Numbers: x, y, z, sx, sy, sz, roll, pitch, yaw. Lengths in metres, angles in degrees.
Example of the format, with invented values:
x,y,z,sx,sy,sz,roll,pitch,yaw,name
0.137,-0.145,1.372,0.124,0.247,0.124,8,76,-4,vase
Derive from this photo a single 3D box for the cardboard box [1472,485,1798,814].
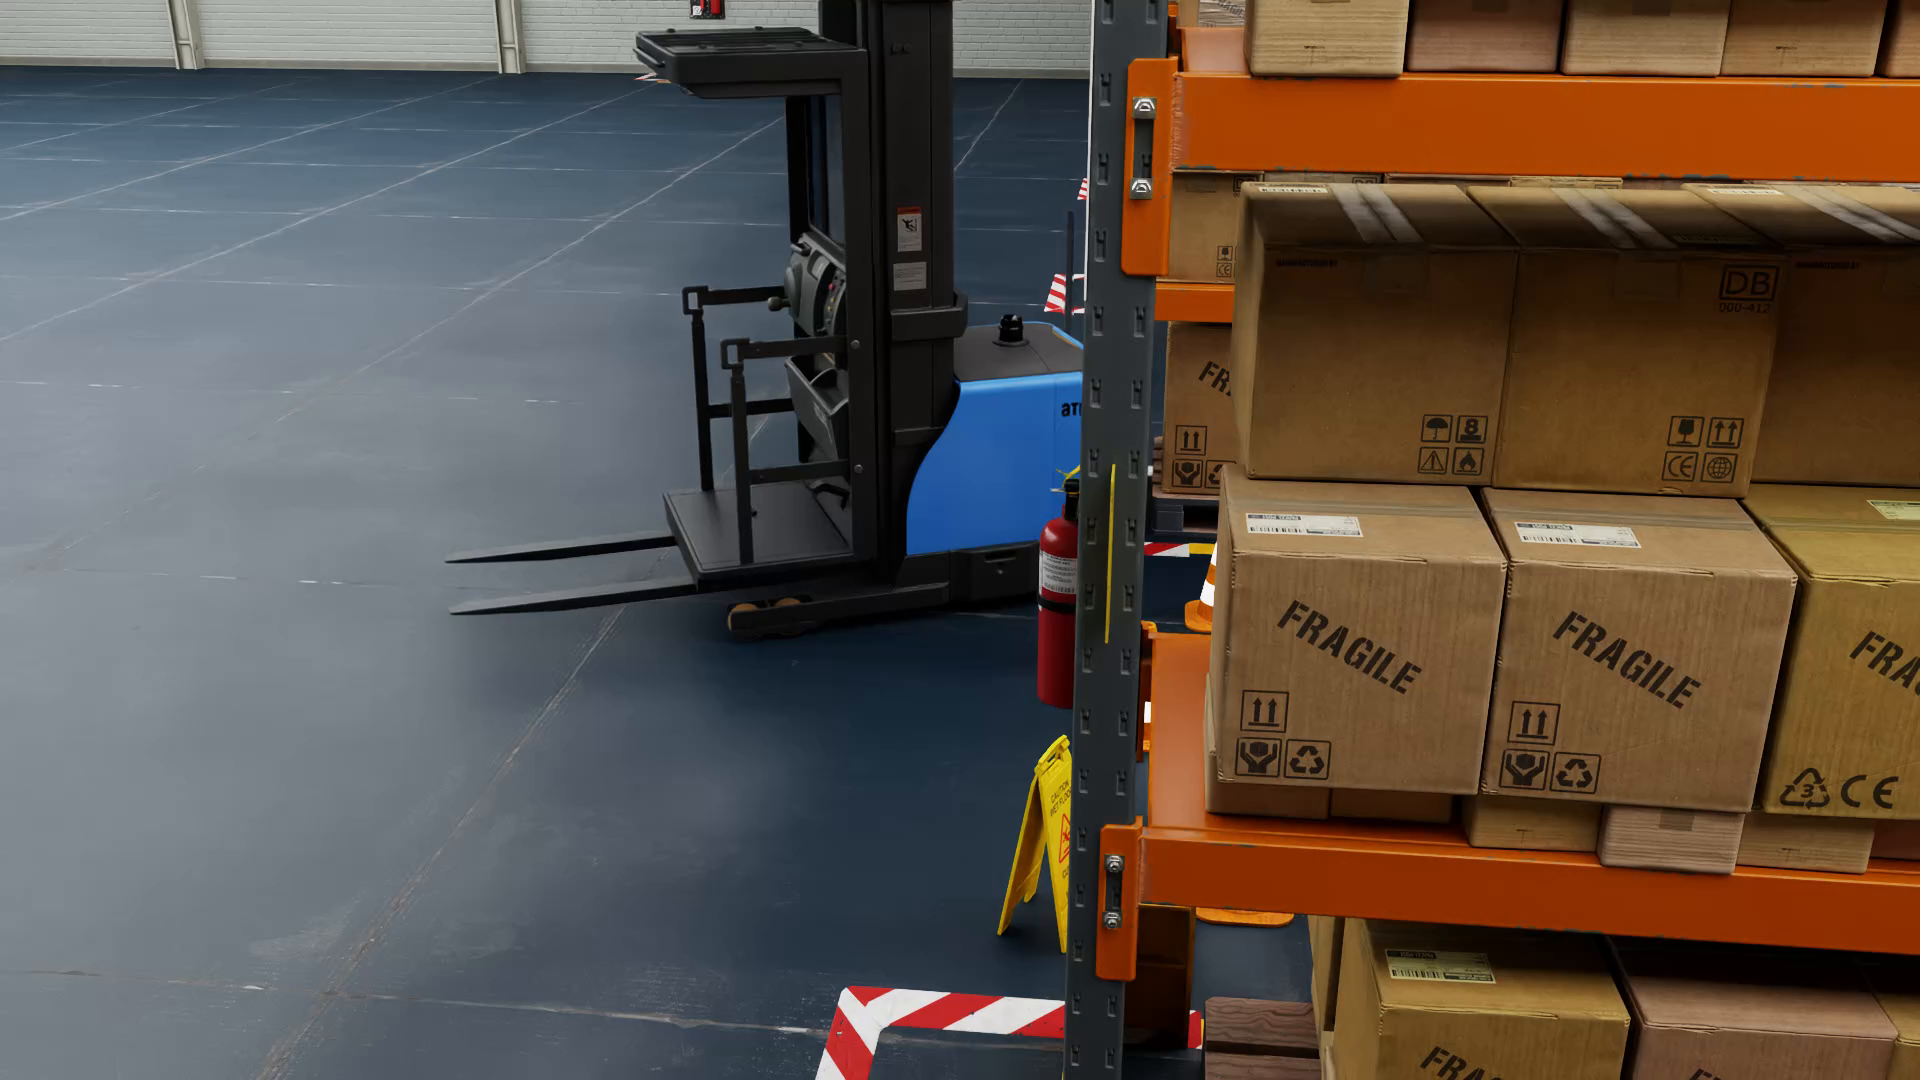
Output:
x,y,z,sx,sy,sz,roll,pitch,yaw,name
1.298,0.189,3.341,0.500,0.500,0.500,3,22,8,cardboard box

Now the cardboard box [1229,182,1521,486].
x,y,z,sx,sy,sz,roll,pitch,yaw,name
0.878,-0.476,3.664,0.500,0.500,0.700,2,22,5,cardboard box

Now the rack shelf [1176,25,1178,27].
x,y,z,sx,sy,sz,roll,pitch,yaw,name
4.667,-6.583,21.989,4.000,0.370,1.077,2,22,6,rack shelf

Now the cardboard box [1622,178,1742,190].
x,y,z,sx,sy,sz,roll,pitch,yaw,name
3.360,-1.571,8.129,0.550,0.550,0.875,2,22,6,cardboard box

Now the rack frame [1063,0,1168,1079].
x,y,z,sx,sy,sz,roll,pitch,yaw,name
0.345,0.231,3.776,0.127,3.000,1.000,2,22,6,rack frame

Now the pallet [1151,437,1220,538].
x,y,z,sx,sy,sz,roll,pitch,yaw,name
1.630,-0.278,8.855,1.213,0.211,1.003,2,22,6,pallet

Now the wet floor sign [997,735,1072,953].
x,y,z,sx,sy,sz,roll,pitch,yaw,name
0.282,0.927,5.217,0.232,0.644,0.267,11,24,25,wet floor sign

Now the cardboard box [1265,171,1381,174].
x,y,z,sx,sy,sz,roll,pitch,yaw,name
1.748,-2.132,8.080,0.550,0.550,0.875,2,22,6,cardboard box

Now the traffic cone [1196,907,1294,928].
x,y,z,sx,sy,sz,roll,pitch,yaw,name
0.924,0.958,5.386,0.334,0.463,0.336,2,22,6,traffic cone

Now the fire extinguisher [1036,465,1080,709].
x,y,z,sx,sy,sz,roll,pitch,yaw,name
0.286,0.094,4.228,0.183,0.674,0.296,2,22,6,fire extinguisher

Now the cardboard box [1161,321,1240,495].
x,y,z,sx,sy,sz,roll,pitch,yaw,name
1.508,-0.783,8.658,0.875,0.875,0.875,3,22,7,cardboard box

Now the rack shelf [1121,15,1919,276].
x,y,z,sx,sy,sz,roll,pitch,yaw,name
2.331,-0.743,3.137,4.000,0.370,1.077,2,22,6,rack shelf

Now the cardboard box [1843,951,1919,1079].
x,y,z,sx,sy,sz,roll,pitch,yaw,name
2.154,1.148,3.605,0.500,0.500,0.500,3,22,7,cardboard box

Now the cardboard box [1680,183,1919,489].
x,y,z,sx,sy,sz,roll,pitch,yaw,name
1.898,-0.467,3.641,0.500,0.500,0.700,2,22,6,cardboard box

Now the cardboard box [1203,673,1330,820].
x,y,z,sx,sy,sz,roll,pitch,yaw,name
0.658,0.438,3.593,0.250,0.149,0.380,3,22,7,cardboard box

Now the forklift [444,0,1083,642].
x,y,z,sx,sy,sz,roll,pitch,yaw,name
-0.825,-1.132,7.317,3.031,2.935,1.130,-7,23,-17,forklift

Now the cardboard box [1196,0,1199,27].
x,y,z,sx,sy,sz,roll,pitch,yaw,name
2.087,-4.103,12.839,0.500,0.500,0.500,2,22,6,cardboard box

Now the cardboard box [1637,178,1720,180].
x,y,z,sx,sy,sz,roll,pitch,yaw,name
3.357,-2.063,7.905,0.550,0.550,0.875,2,22,6,cardboard box

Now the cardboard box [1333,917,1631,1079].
x,y,z,sx,sy,sz,roll,pitch,yaw,name
1.137,1.102,3.720,0.500,0.500,0.500,2,22,4,cardboard box

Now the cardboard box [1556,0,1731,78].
x,y,z,sx,sy,sz,roll,pitch,yaw,name
1.167,-0.912,2.927,0.250,0.149,0.380,3,22,8,cardboard box

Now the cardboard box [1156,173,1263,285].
x,y,z,sx,sy,sz,roll,pitch,yaw,name
1.201,-1.651,8.332,0.550,0.550,0.875,2,22,6,cardboard box

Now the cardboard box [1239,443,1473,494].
x,y,z,sx,sy,sz,roll,pitch,yaw,name
0.916,-0.031,3.898,0.500,0.500,0.500,2,22,5,cardboard box

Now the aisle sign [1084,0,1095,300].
x,y,z,sx,sy,sz,roll,pitch,yaw,name
0.247,-0.867,3.018,0.004,0.787,0.394,2,22,6,aisle sign

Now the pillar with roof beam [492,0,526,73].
x,y,z,sx,sy,sz,roll,pitch,yaw,name
-8.366,-10.835,23.608,0.400,9.000,9.100,2,22,6,pillar with roof beam

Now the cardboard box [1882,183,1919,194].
x,y,z,sx,sy,sz,roll,pitch,yaw,name
4.432,-1.489,7.922,0.550,0.550,0.875,2,22,6,cardboard box

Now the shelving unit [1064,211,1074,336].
x,y,z,sx,sy,sz,roll,pitch,yaw,name
0.063,-0.955,8.747,1.083,1.500,0.587,2,16,4,shelving unit

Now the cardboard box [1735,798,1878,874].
x,y,z,sx,sy,sz,roll,pitch,yaw,name
1.672,0.512,3.407,0.250,0.149,0.380,3,22,8,cardboard box

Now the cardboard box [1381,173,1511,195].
x,y,z,sx,sy,sz,roll,pitch,yaw,name
2.291,-1.565,8.114,0.550,0.550,0.875,2,22,6,cardboard box

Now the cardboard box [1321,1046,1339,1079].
x,y,z,sx,sy,sz,roll,pitch,yaw,name
1.114,1.450,3.860,0.500,0.250,0.500,2,22,6,cardboard box

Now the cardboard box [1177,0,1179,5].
x,y,z,sx,sy,sz,roll,pitch,yaw,name
3.707,-8.615,26.328,0.500,0.250,0.500,2,22,5,cardboard box

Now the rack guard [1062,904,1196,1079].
x,y,z,sx,sy,sz,roll,pitch,yaw,name
0.421,1.397,4.227,0.348,0.500,1.175,2,22,6,rack guard

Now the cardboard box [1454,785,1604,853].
x,y,z,sx,sy,sz,roll,pitch,yaw,name
1.164,0.485,3.475,0.250,0.149,0.380,2,22,5,cardboard box

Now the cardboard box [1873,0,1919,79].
x,y,z,sx,sy,sz,roll,pitch,yaw,name
1.679,-0.900,2.898,0.250,0.149,0.380,2,22,5,cardboard box

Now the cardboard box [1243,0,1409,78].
x,y,z,sx,sy,sz,roll,pitch,yaw,name
0.636,-0.914,2.934,0.250,0.149,0.380,3,22,6,cardboard box
